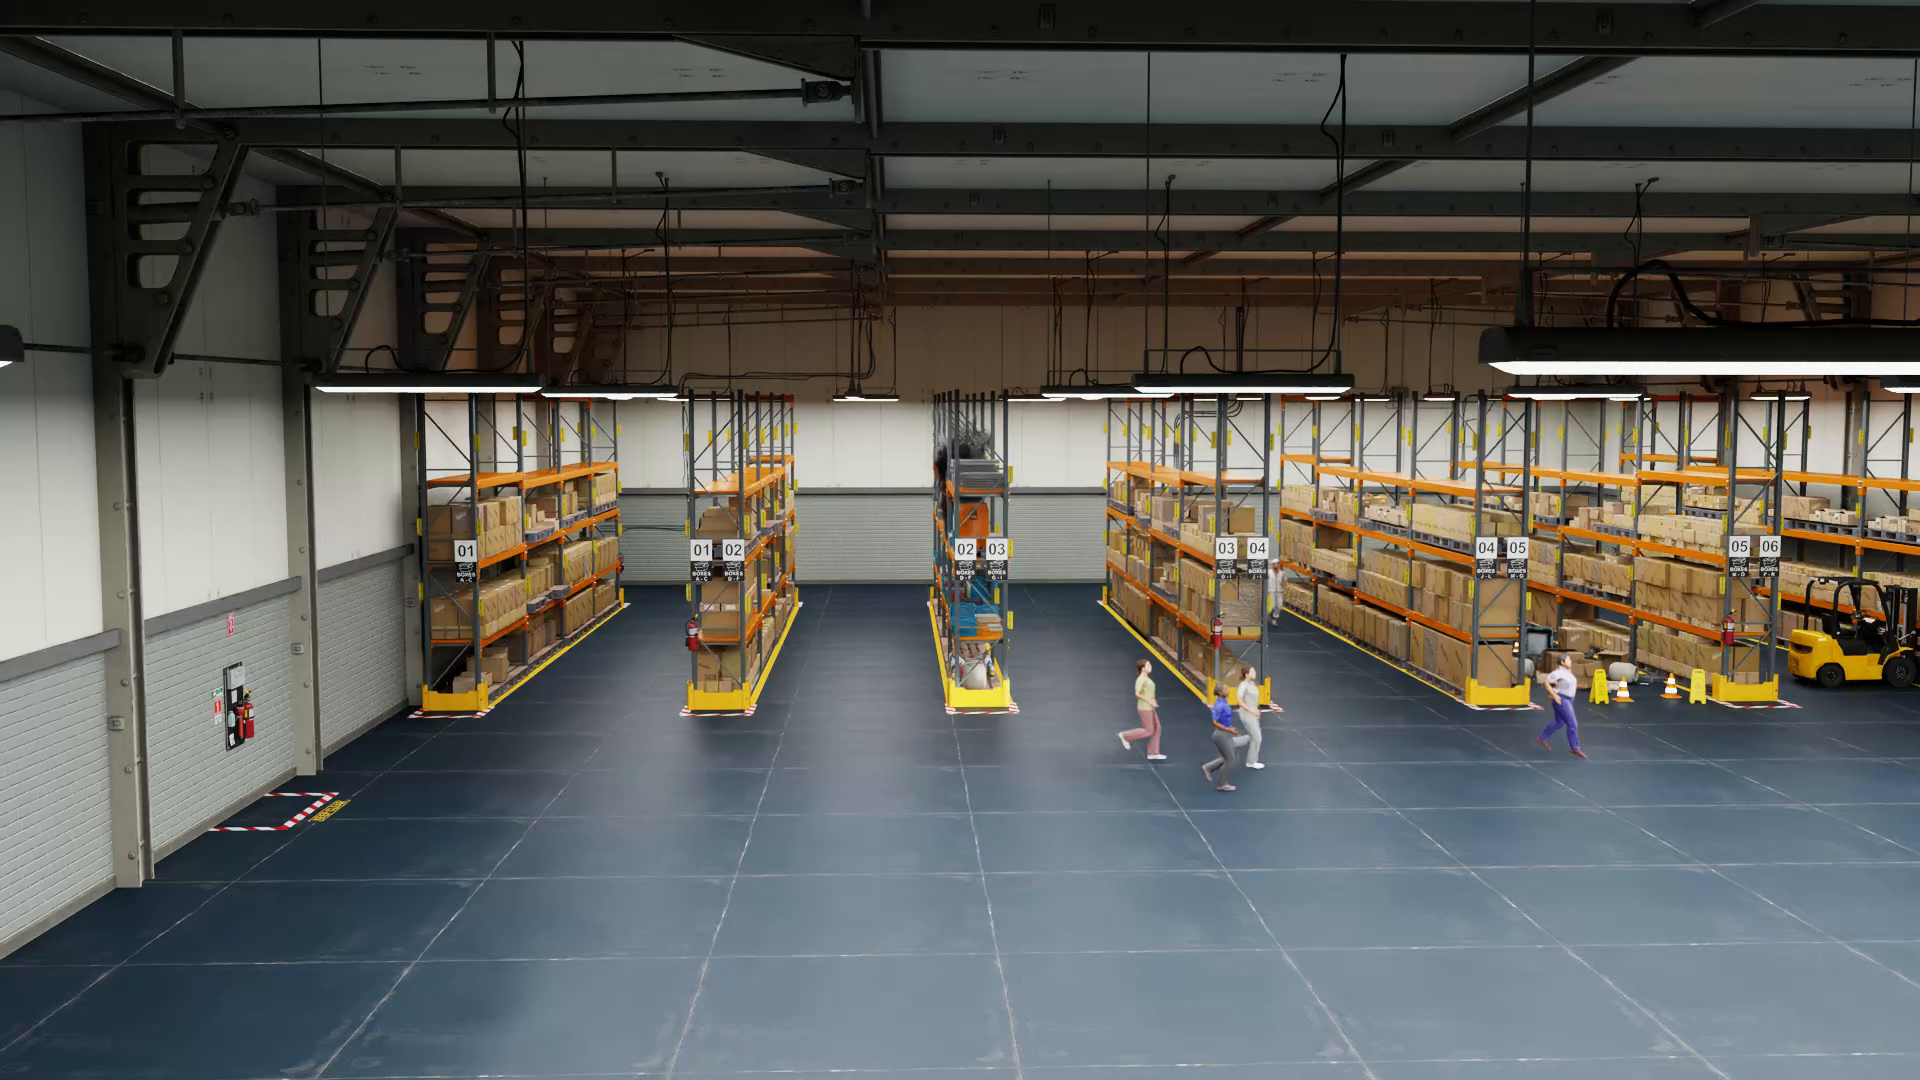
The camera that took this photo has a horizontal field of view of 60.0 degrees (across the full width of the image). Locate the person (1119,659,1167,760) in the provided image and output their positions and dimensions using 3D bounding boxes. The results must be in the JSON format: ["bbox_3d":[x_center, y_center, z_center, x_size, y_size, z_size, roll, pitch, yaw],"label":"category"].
[{"bbox_3d":[2.963,2.721,26.821,0.776,1.637,0.579,1,5,17],"label":"person"}]

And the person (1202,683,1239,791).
[{"bbox_3d":[3.877,2.910,24.650,0.572,1.603,0.573,1,5,17],"label":"person"}]

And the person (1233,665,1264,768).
[{"bbox_3d":[4.491,2.778,26.217,0.655,1.606,0.585,3,5,29],"label":"person"}]

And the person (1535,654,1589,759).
[{"bbox_3d":[9.831,2.680,27.072,0.865,1.671,0.594,3,6,32],"label":"person"}]

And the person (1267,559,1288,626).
[{"bbox_3d":[8.127,1.361,42.830,0.660,1.740,0.580,0,5,-3],"label":"person"}]
